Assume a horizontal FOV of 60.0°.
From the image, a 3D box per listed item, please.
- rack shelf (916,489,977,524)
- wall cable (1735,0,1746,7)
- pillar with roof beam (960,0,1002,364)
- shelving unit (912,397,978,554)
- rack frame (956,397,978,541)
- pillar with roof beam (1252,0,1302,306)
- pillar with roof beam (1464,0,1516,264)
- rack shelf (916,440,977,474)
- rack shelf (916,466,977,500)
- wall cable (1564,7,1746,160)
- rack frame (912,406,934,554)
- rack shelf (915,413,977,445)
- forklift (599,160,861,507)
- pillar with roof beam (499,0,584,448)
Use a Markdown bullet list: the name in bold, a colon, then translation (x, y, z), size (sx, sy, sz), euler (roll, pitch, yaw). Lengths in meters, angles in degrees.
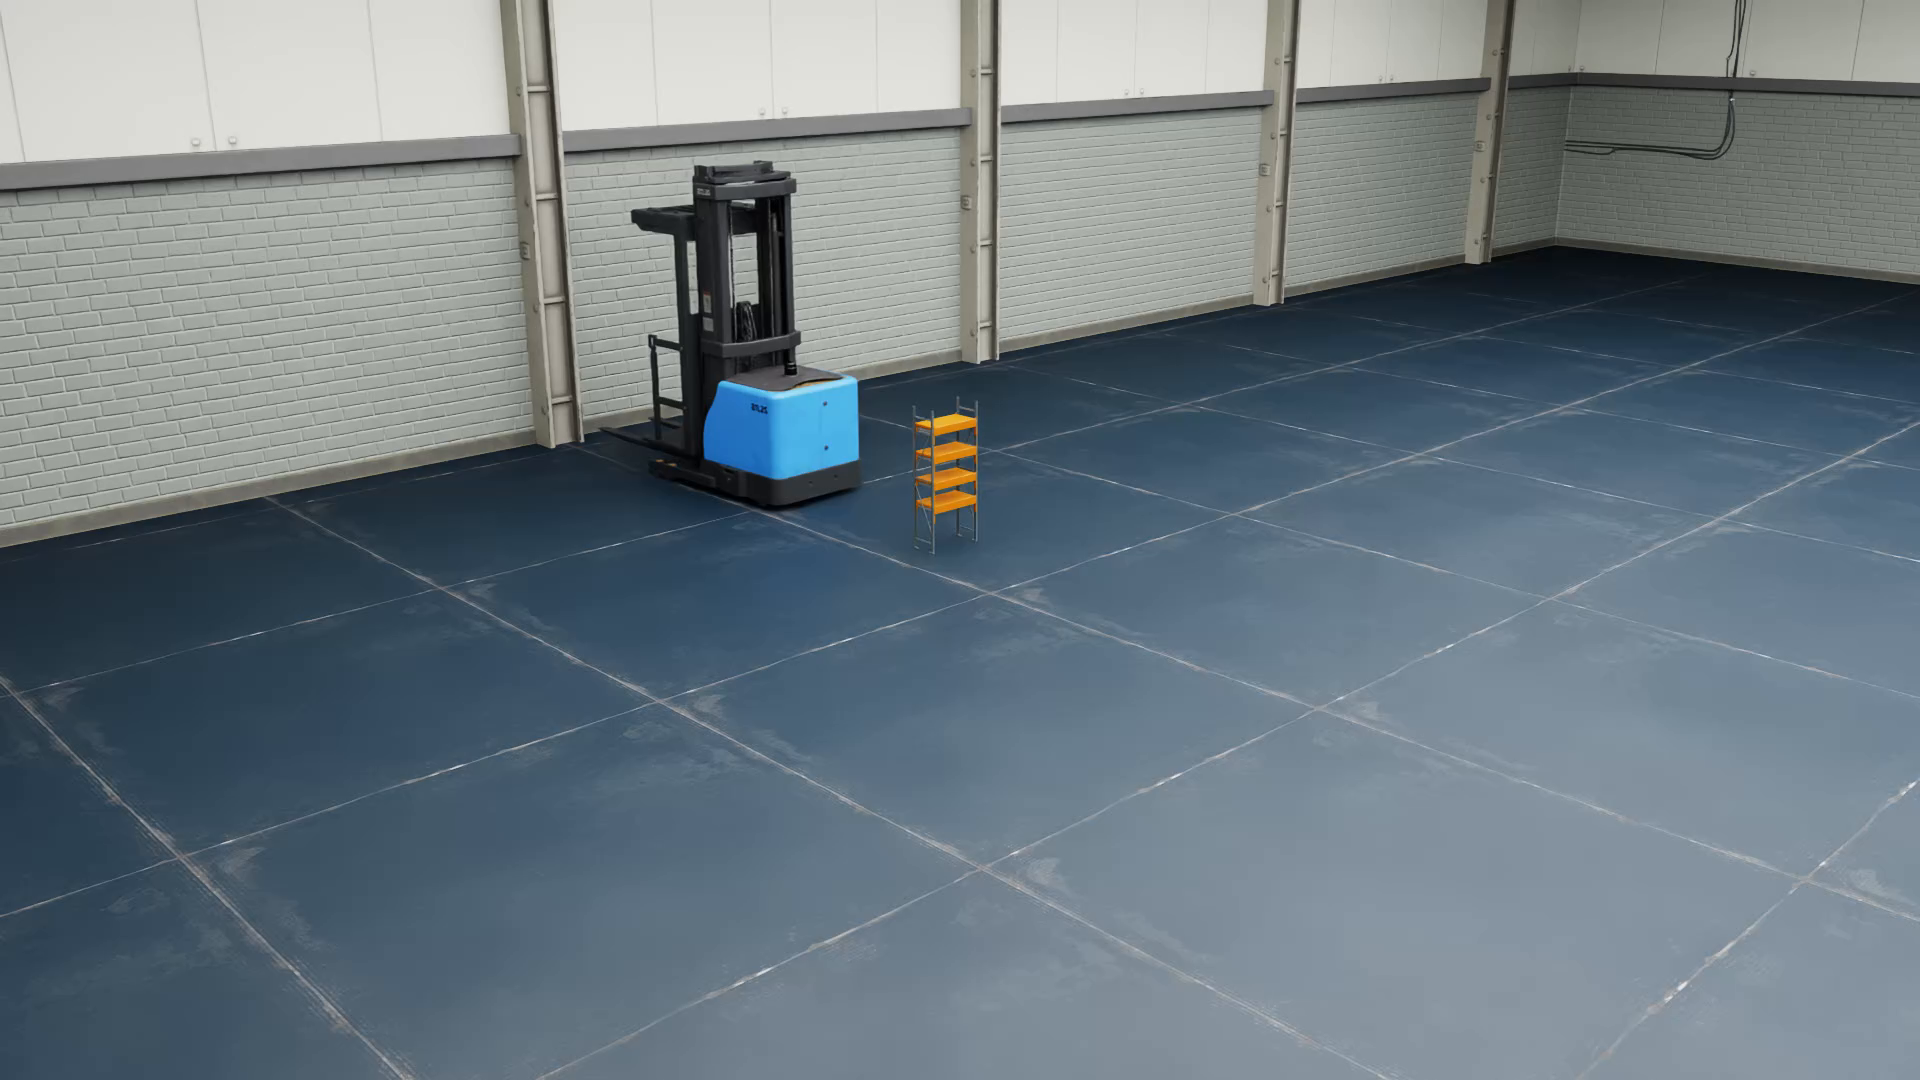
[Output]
- **rack shelf**: translation (-0.120, -0.283, 13.773), size (0.480, 0.148, 0.258), euler (-16, 24, -41)
- **wall cable**: translation (13.877, -9.747, 26.303), size (0.112, 2.526, 3.097), euler (-16, 24, -41)
- **pillar with roof beam**: translation (3.208, -5.592, 16.643), size (0.400, 9.000, 9.100), euler (-16, 24, -41)
- **shelving unit**: translation (-0.120, -0.536, 13.691), size (0.503, 1.200, 0.258), euler (-16, 24, -41)
- **rack frame**: translation (0.057, -0.587, 13.851), size (0.015, 1.200, 0.240), euler (-16, 24, -41)
- **pillar with roof beam**: translation (7.567, -6.864, 20.564), size (0.400, 9.000, 9.100), euler (-16, 24, -41)
- **pillar with roof beam**: translation (11.927, -8.135, 24.486), size (0.400, 9.000, 9.100), euler (-16, 24, -41)
- **rack shelf**: translation (-0.120, -0.684, 13.643), size (0.480, 0.148, 0.258), euler (-16, 24, -41)
- **rack shelf**: translation (-0.120, -0.472, 13.712), size (0.480, 0.148, 0.258), euler (-16, 24, -41)
- **wall cable**: translation (12.018, -7.951, 28.951), size (0.112, 2.526, 3.097), euler (-16, 24, -41)
- **rack frame**: translation (-0.298, -0.484, 13.532), size (0.015, 1.200, 0.240), euler (-16, 24, -41)
- **rack shelf**: translation (-0.120, -0.909, 13.570), size (0.480, 0.148, 0.258), euler (-16, 24, -41)
- **forklift**: translation (-2.321, -2.057, 15.578), size (3.031, 2.935, 1.130), euler (17, 24, 42)
- **pillar with roof beam**: translation (-1.152, -4.321, 12.722), size (0.400, 9.000, 9.100), euler (-16, 24, -41)
